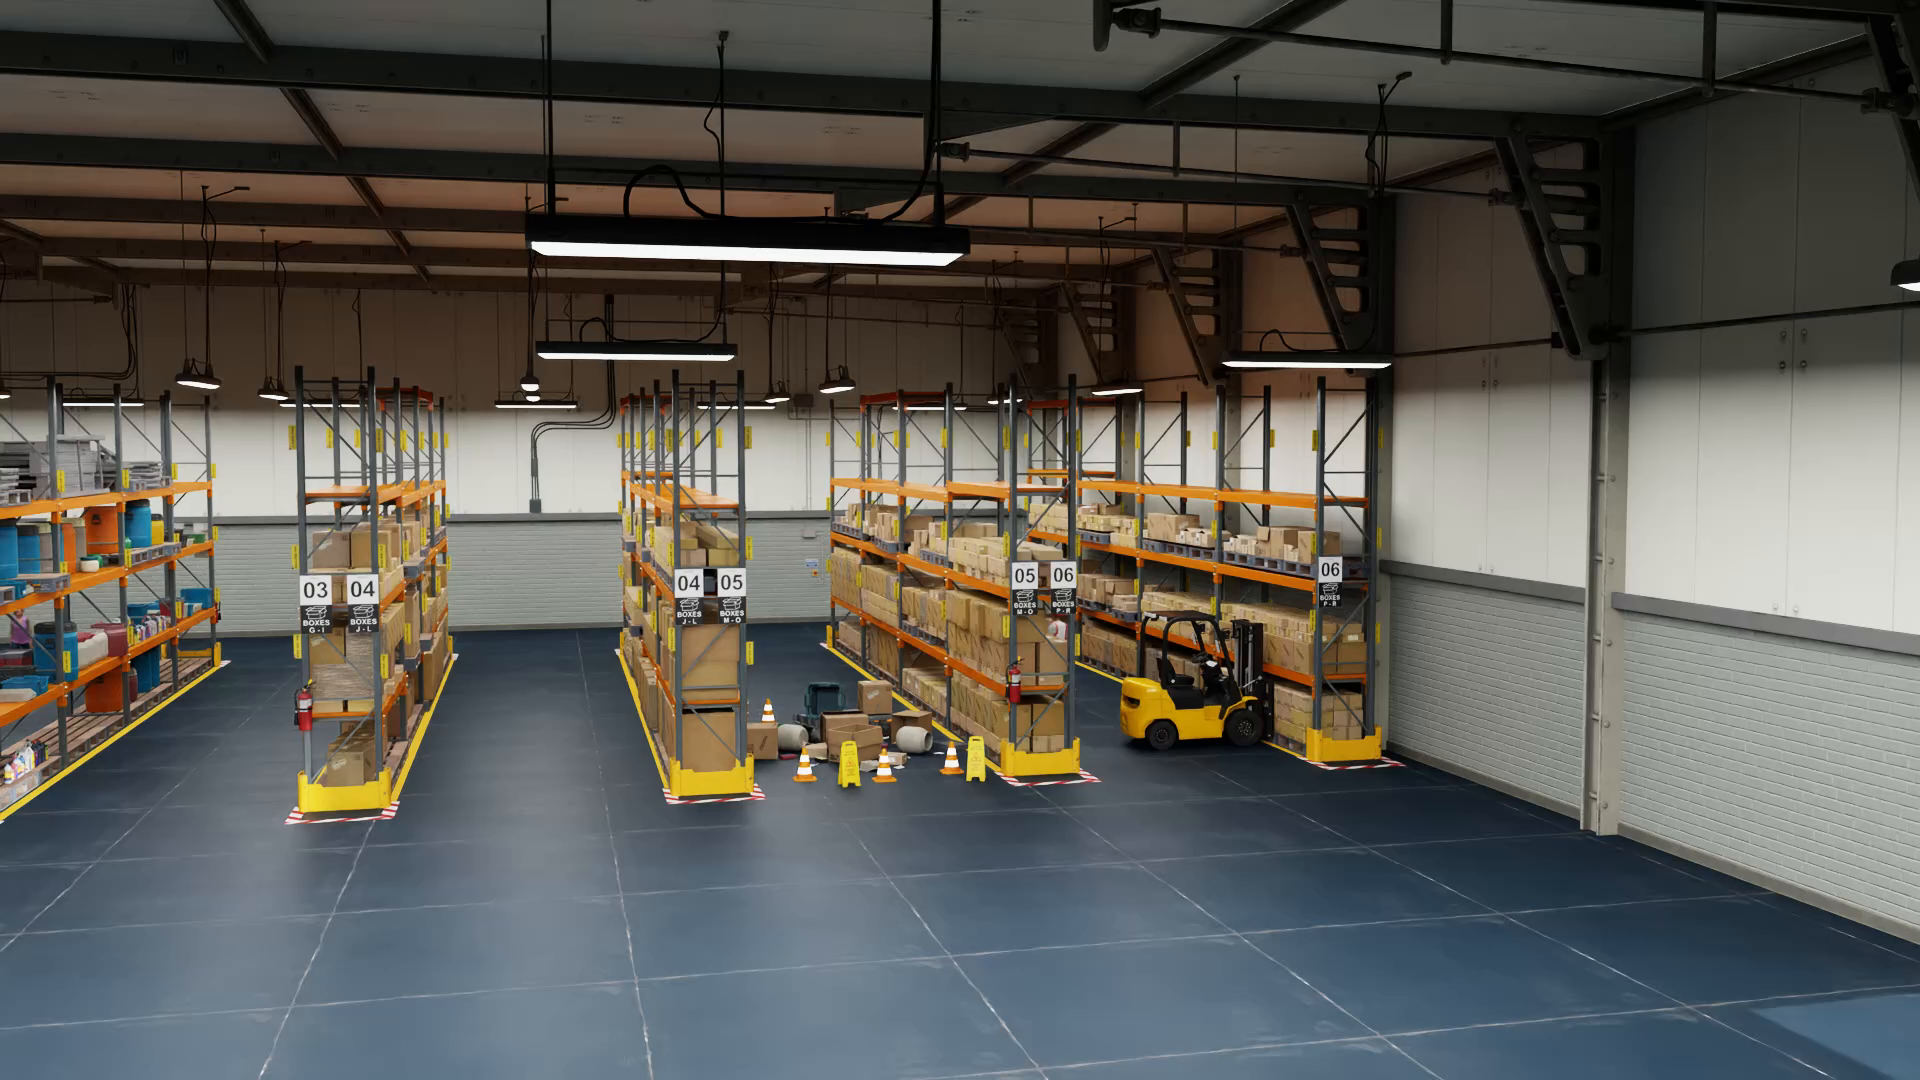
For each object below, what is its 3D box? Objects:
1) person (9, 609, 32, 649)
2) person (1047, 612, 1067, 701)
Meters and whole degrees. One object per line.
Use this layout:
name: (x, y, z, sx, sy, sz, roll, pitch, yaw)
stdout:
person: (-19.624, 2.132, 34.778, 0.415, 1.562, 0.768, -1, 4, -17)
person: (1.877, 2.197, 32.019, 0.602, 1.791, 0.467, -3, 5, -41)
